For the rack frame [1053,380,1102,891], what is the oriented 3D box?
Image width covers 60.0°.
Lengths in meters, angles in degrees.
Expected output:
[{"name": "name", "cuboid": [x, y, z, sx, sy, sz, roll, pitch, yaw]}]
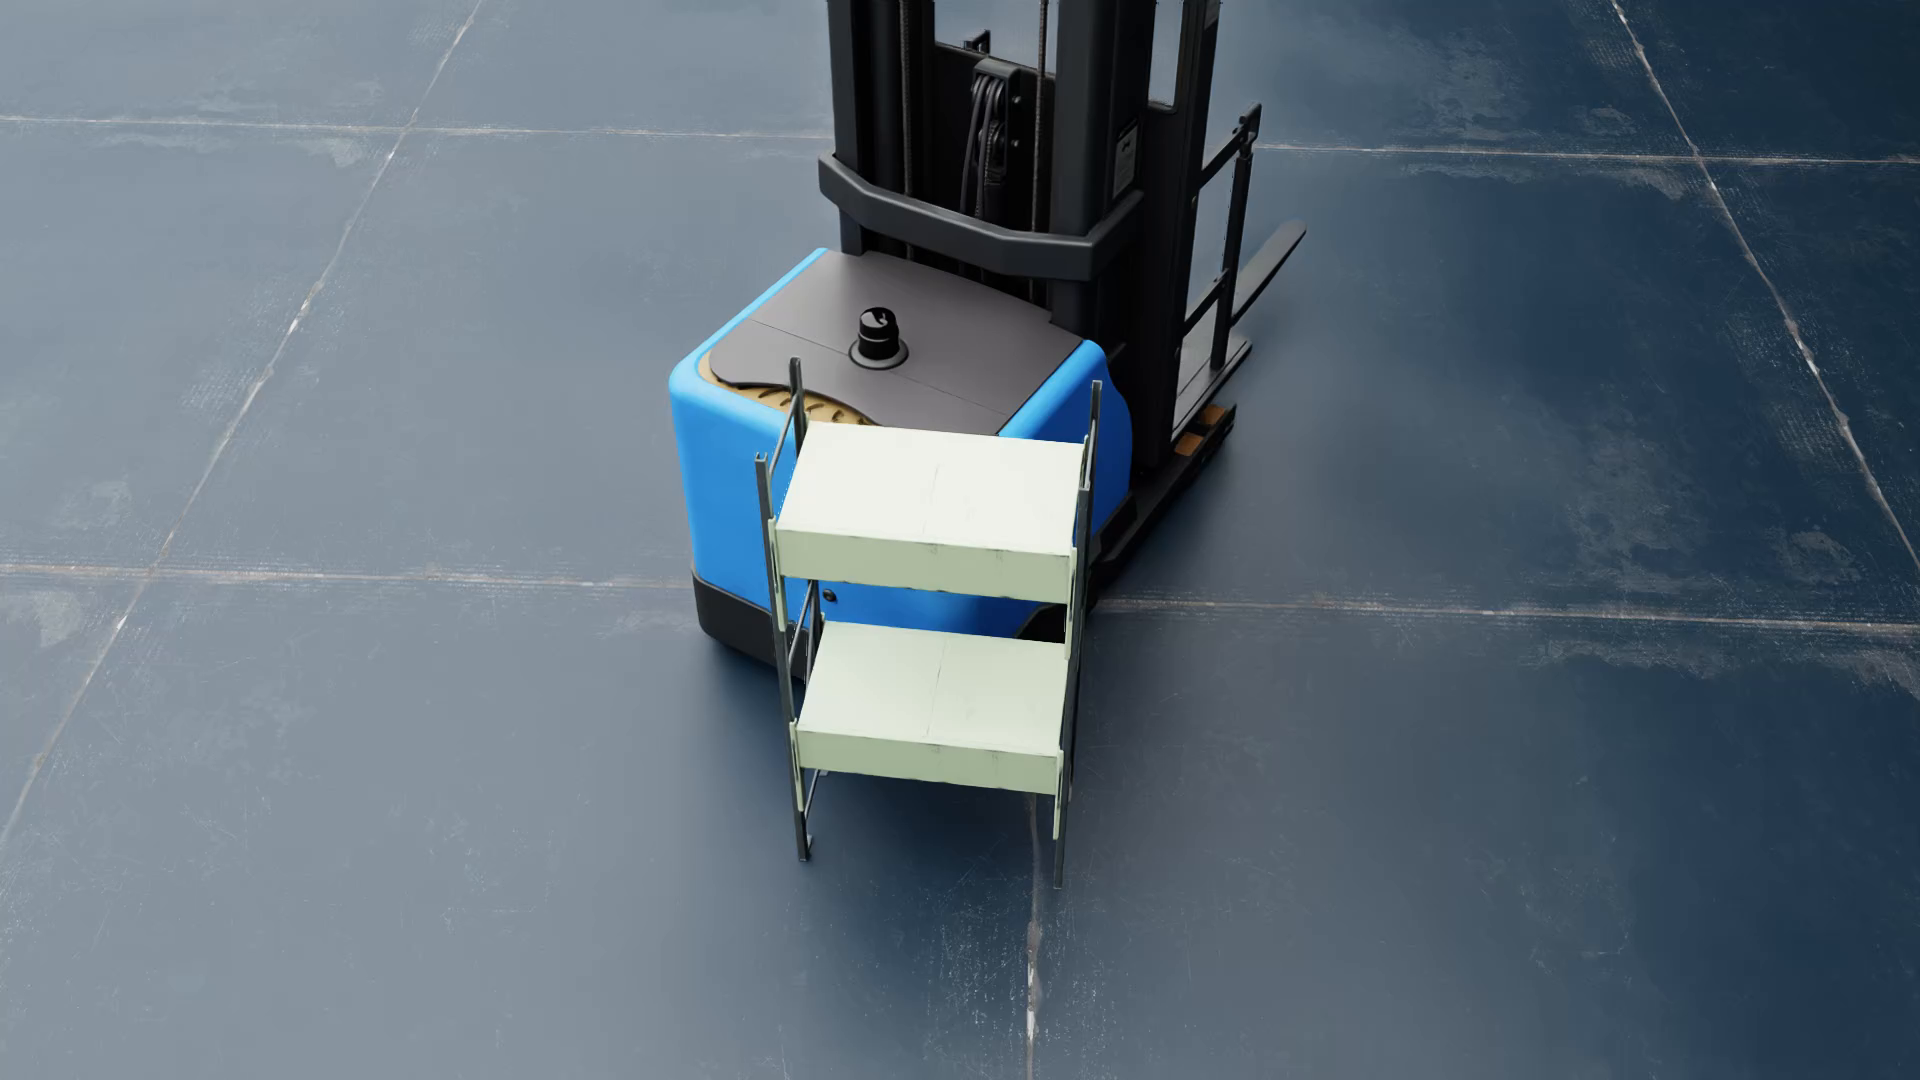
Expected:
[{"name": "rack frame", "cuboid": [0.300, 0.304, 4.324, 0.023, 1.500, 0.400, 5, 43, 6]}]

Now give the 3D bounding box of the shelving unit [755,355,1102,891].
[{"name": "shelving unit", "cuboid": [-0.062, 0.270, 4.359, 0.755, 1.500, 0.431, 5, 43, 6]}]

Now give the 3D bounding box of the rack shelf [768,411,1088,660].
[{"name": "rack shelf", "cuboid": [-0.062, -0.015, 4.093, 0.720, 0.370, 0.431, 5, 43, 6]}]

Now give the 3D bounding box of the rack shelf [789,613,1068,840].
[{"name": "rack shelf", "cuboid": [-0.062, 0.509, 4.582, 0.720, 0.370, 0.431, 5, 43, 6]}]

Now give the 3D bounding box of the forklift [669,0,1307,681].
[{"name": "forklift", "cuboid": [0.351, -1.444, 5.150, 1.130, 2.935, 3.031, 22, 47, 22]}]

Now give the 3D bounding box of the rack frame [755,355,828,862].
[{"name": "rack frame", "cuboid": [-0.425, 0.237, 4.395, 0.023, 1.500, 0.400, 5, 43, 6]}]
